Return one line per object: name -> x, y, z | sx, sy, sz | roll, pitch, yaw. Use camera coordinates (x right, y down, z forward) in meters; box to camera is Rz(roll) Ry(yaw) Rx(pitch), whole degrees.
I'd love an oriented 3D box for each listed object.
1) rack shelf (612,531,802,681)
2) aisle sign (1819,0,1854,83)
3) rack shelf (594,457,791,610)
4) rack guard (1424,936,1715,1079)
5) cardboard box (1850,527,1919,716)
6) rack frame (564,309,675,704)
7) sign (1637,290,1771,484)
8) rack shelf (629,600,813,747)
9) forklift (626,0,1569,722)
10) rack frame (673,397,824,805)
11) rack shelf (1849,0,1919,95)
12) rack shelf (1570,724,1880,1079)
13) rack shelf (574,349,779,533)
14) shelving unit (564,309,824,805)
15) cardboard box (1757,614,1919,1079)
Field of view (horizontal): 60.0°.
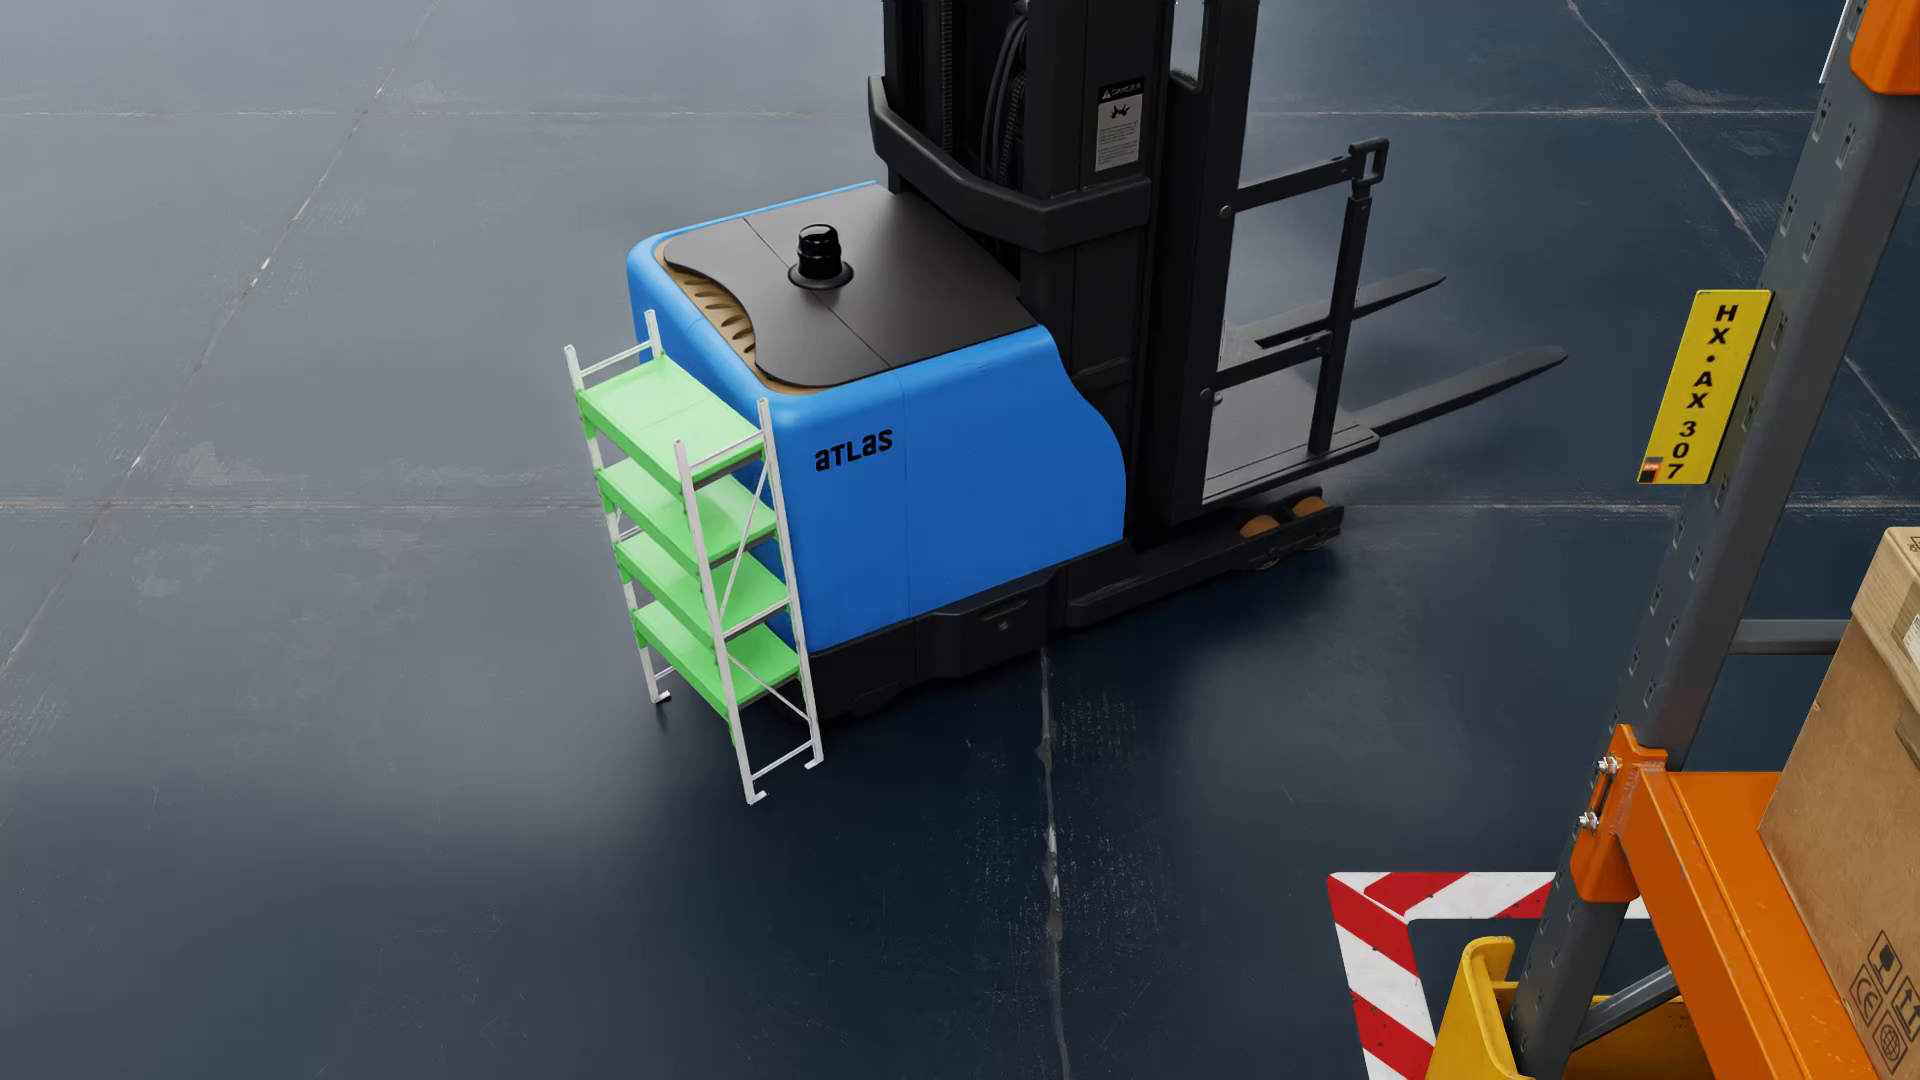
rack shelf -> -0.644, 0.120, 4.231 | 0.258, 0.148, 0.480 | -30, 47, -27
aisle sign -> 1.301, -0.895, 1.889 | 0.394, 0.787, 0.004 | 0, 39, 0
rack shelf -> -0.656, -0.061, 4.073 | 0.258, 0.148, 0.480 | -30, 47, -27
rack guard -> 1.607, 1.121, 3.451 | 1.175, 0.500, 0.348 | 0, 39, 0
cardboard box -> 1.392, 0.114, 2.111 | 0.380, 0.149, 0.250 | 0, 39, 0
rack frame -> -0.801, -0.047, 4.337 | 0.240, 1.200, 0.015 | -30, 47, -27
sign -> 1.052, -0.212, 2.360 | 0.100, 0.325, 0.005 | 0, 39, 0
rack shelf -> -0.632, 0.301, 4.388 | 0.258, 0.148, 0.480 | -30, 47, -27
forklift -> 0.607, -1.320, 4.554 | 3.031, 2.935, 1.130 | -20, 43, -23
rack frame -> -0.494, 0.190, 4.040 | 0.240, 1.200, 0.015 | -30, 47, -27
rack shelf -> 1.609, 0.521, 0.377 | 1.077, 0.370, 4.000 | 0, 39, 0
rack shelf -> 1.609, 1.692, 1.315 | 1.077, 0.370, 4.000 | 0, 39, 0
rack shelf -> -0.668, -0.242, 3.916 | 0.258, 0.148, 0.480 | -30, 47, -27
shelving unit -> -0.648, 0.071, 4.189 | 0.258, 1.200, 0.503 | -30, 47, -27
cardboard box -> 1.595, 0.413, 2.255 | 0.700, 0.500, 0.500 | 0, 39, 0
